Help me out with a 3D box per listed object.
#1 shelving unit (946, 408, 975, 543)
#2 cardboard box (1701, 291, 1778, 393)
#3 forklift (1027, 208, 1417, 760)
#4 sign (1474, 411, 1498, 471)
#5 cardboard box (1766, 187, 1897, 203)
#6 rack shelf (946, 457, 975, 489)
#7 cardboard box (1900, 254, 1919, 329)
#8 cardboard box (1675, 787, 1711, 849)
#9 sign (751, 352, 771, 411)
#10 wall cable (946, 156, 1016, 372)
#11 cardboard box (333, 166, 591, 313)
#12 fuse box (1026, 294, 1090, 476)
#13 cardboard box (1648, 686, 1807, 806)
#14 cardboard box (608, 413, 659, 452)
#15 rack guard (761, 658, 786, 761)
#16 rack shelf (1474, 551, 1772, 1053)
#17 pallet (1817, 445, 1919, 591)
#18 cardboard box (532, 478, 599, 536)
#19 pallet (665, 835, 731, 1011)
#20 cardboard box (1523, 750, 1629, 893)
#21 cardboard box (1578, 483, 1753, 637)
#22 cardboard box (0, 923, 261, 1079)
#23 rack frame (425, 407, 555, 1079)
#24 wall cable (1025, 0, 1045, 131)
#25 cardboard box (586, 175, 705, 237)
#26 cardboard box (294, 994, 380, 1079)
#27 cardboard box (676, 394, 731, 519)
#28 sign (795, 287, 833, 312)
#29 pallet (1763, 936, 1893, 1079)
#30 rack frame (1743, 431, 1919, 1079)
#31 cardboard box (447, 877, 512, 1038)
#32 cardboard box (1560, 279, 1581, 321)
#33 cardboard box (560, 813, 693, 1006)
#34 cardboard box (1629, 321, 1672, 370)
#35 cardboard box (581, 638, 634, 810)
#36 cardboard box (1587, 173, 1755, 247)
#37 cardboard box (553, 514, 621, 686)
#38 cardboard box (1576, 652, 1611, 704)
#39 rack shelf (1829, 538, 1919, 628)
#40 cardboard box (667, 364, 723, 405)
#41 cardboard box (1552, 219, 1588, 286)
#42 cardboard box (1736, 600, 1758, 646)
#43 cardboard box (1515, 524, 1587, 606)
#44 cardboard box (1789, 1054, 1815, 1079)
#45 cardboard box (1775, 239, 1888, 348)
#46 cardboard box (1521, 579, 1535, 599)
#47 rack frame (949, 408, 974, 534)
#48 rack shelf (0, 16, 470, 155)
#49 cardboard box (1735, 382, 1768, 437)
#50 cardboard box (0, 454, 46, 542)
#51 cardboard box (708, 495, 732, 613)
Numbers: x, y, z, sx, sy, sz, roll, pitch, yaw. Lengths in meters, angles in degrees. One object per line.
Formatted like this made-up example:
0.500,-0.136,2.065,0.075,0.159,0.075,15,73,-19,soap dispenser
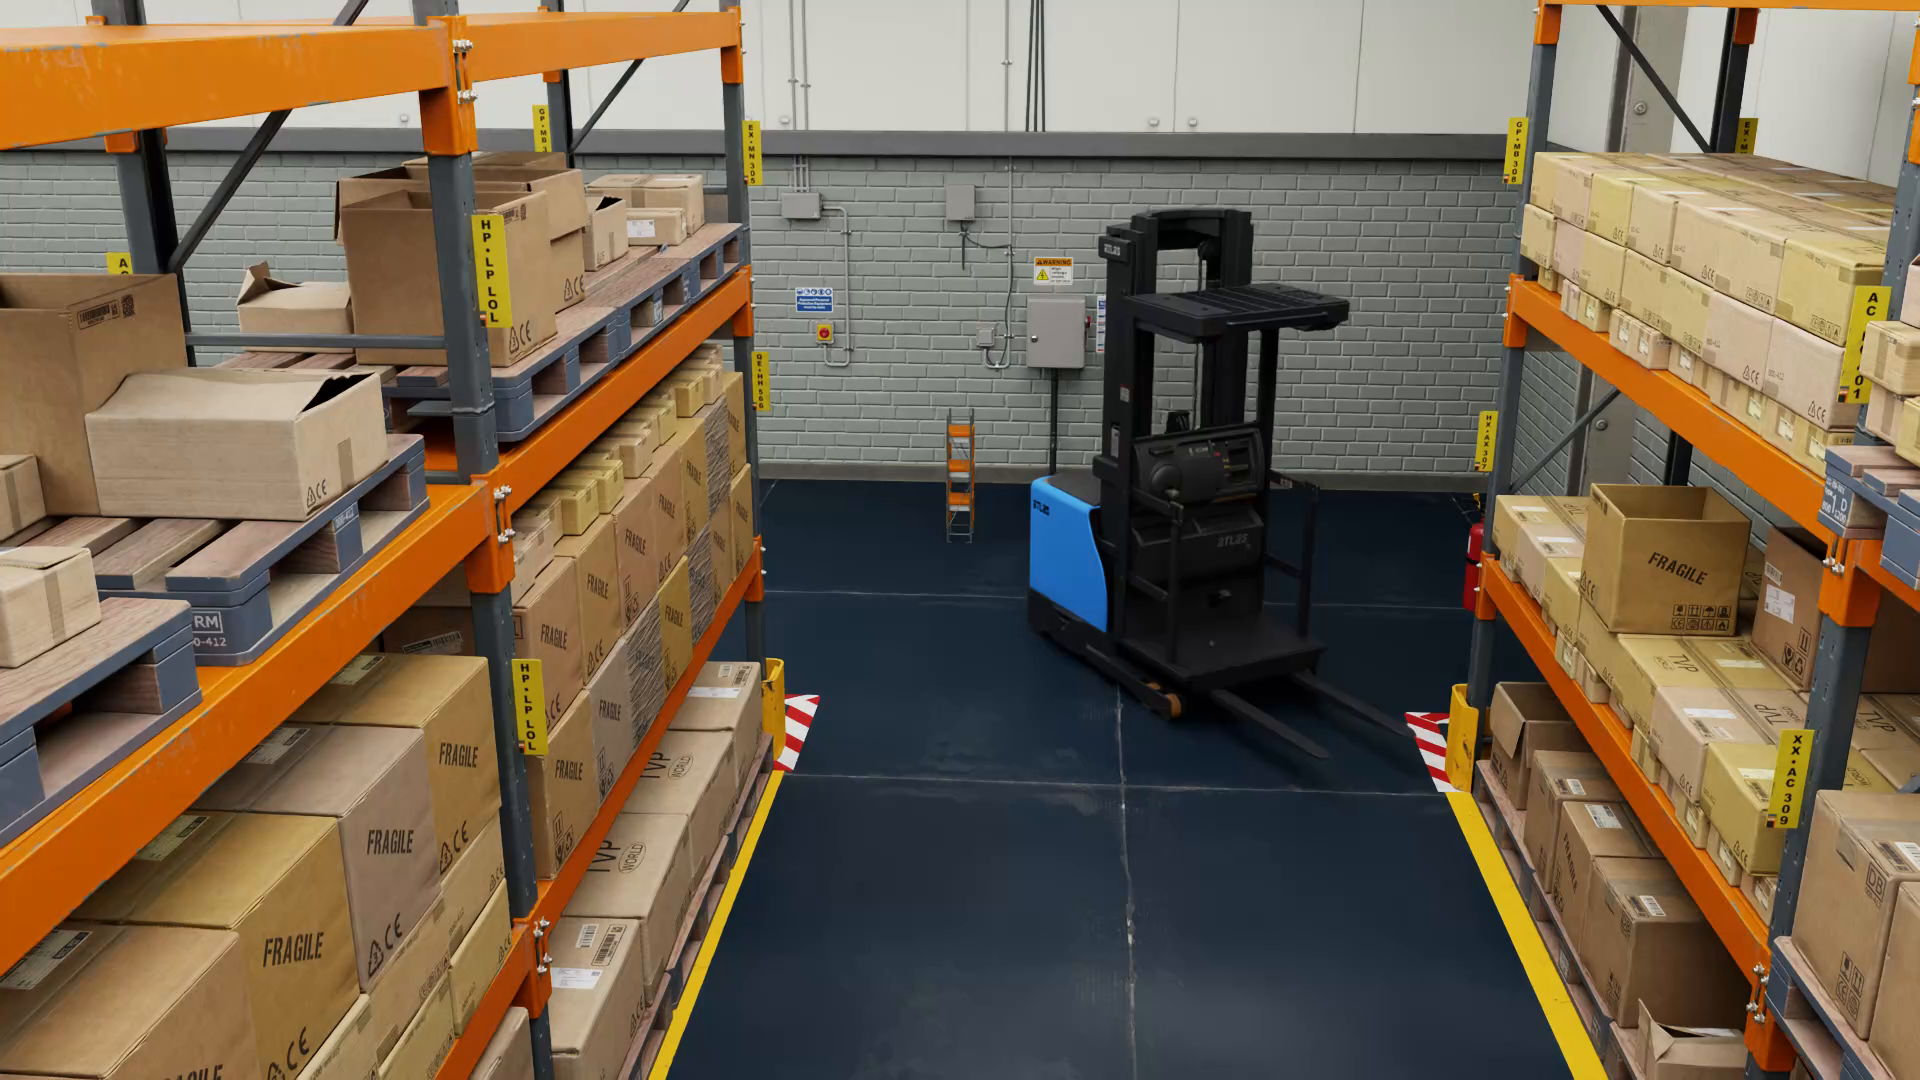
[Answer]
0.004,-0.516,13.310,0.215,1.050,0.252,1,18,4,shelving unit
2.858,-0.670,5.597,0.500,0.250,0.500,1,18,2,cardboard box
1.585,-0.454,10.102,1.130,2.935,3.031,-9,20,-26,forklift
2.792,-0.523,8.813,0.100,0.325,0.005,1,18,4,sign
3.453,-1.212,6.448,0.500,0.250,0.500,1,18,4,cardboard box
0.004,-0.505,13.314,0.215,0.259,0.240,1,18,4,rack shelf
2.677,-0.663,4.238,0.396,0.266,0.258,1,18,3,cardboard box
2.809,0.995,5.974,0.380,0.149,0.250,2,18,5,cardboard box
-1.077,-0.856,8.978,0.100,0.325,0.005,1,18,4,sign
0.179,-2.416,14.348,0.588,1.984,0.122,1,18,4,wall cable
-1.840,-1.108,6.170,0.797,0.503,0.637,3,18,8,cardboard box
0.848,-1.257,14.511,0.539,1.711,0.414,1,18,4,fuse box
2.861,0.753,6.071,0.500,0.250,0.500,1,18,4,cardboard box
-1.518,-0.446,7.158,0.380,0.149,0.250,2,18,6,cardboard box
-1.616,0.971,9.657,1.175,0.500,0.348,1,18,4,rack guard
3.190,0.863,7.127,1.077,0.370,4.000,1,18,4,rack shelf
2.930,0.007,4.068,1.213,0.211,1.003,1,18,4,pallet
-1.565,-0.126,6.184,0.380,0.149,0.250,1,18,4,cardboard box
-1.687,1.744,7.763,1.003,0.211,1.213,1,18,4,pallet
3.095,1.341,7.854,0.700,0.500,0.500,2,18,6,cardboard box
2.925,0.074,6.937,0.500,0.500,0.500,2,18,5,cardboard box
-1.794,1.133,3.380,0.500,0.500,0.500,2,18,5,cardboard box
-1.904,1.033,5.454,1.000,3.000,0.127,1,18,4,rack frame
2.035,-4.760,13.437,2.988,3.039,0.133,1,18,4,wall cable
-1.560,-1.669,8.288,0.500,0.250,0.500,0,18,-1,cardboard box
-1.753,1.325,3.999,0.500,0.250,0.500,2,18,5,cardboard box
-1.423,-0.414,8.103,0.500,0.500,0.500,1,18,4,cardboard box
-1.280,-2.110,14.611,0.327,0.218,0.001,1,18,4,sign
2.881,1.479,4.399,1.003,0.211,1.213,1,18,4,pallet
3.047,1.142,5.119,1.000,3.000,0.127,1,18,4,rack frame
-1.685,1.249,5.035,0.500,0.250,0.500,1,18,3,cardboard box
2.930,-1.076,7.475,0.380,0.149,0.250,2,18,5,cardboard box
-1.689,1.580,7.224,0.875,0.438,0.875,1,18,2,cardboard box
2.859,-0.761,6.513,0.380,0.149,0.250,2,18,5,cardboard box
-1.569,0.689,6.342,0.500,0.500,0.500,1,18,4,cardboard box
2.974,-1.387,6.981,0.500,0.250,0.500,1,18,3,cardboard box
-1.586,0.211,6.196,0.500,0.500,0.500,1,18,3,cardboard box
2.896,0.597,7.188,0.380,0.149,0.250,2,18,5,cardboard box
2.903,0.680,2.868,1.077,0.370,4.000,1,18,4,rack shelf
-1.372,-0.763,8.126,0.380,0.149,0.250,1,18,3,cardboard box
3.013,-1.305,7.535,0.500,0.250,0.500,2,18,5,cardboard box
3.449,0.455,6.980,0.500,0.250,0.500,1,18,4,cardboard box
2.996,0.122,7.998,0.500,0.250,0.500,1,18,5,cardboard box
3.330,2.021,6.083,0.500,0.311,0.500,2,18,6,cardboard box
2.843,-0.753,5.046,0.500,0.250,0.500,1,18,4,cardboard box
3.064,0.195,8.413,0.380,0.149,0.250,2,18,5,cardboard box
0.013,-0.553,13.426,0.200,1.050,0.008,1,18,4,rack frame
-2.048,-0.665,2.798,1.077,0.370,4.000,1,18,4,rack shelf
2.827,-0.441,5.538,0.380,0.149,0.250,2,18,6,cardboard box
-2.344,-0.096,3.782,0.380,0.166,0.250,0,18,0,cardboard box
-1.439,0.054,8.280,0.500,0.500,0.500,1,18,3,cardboard box
